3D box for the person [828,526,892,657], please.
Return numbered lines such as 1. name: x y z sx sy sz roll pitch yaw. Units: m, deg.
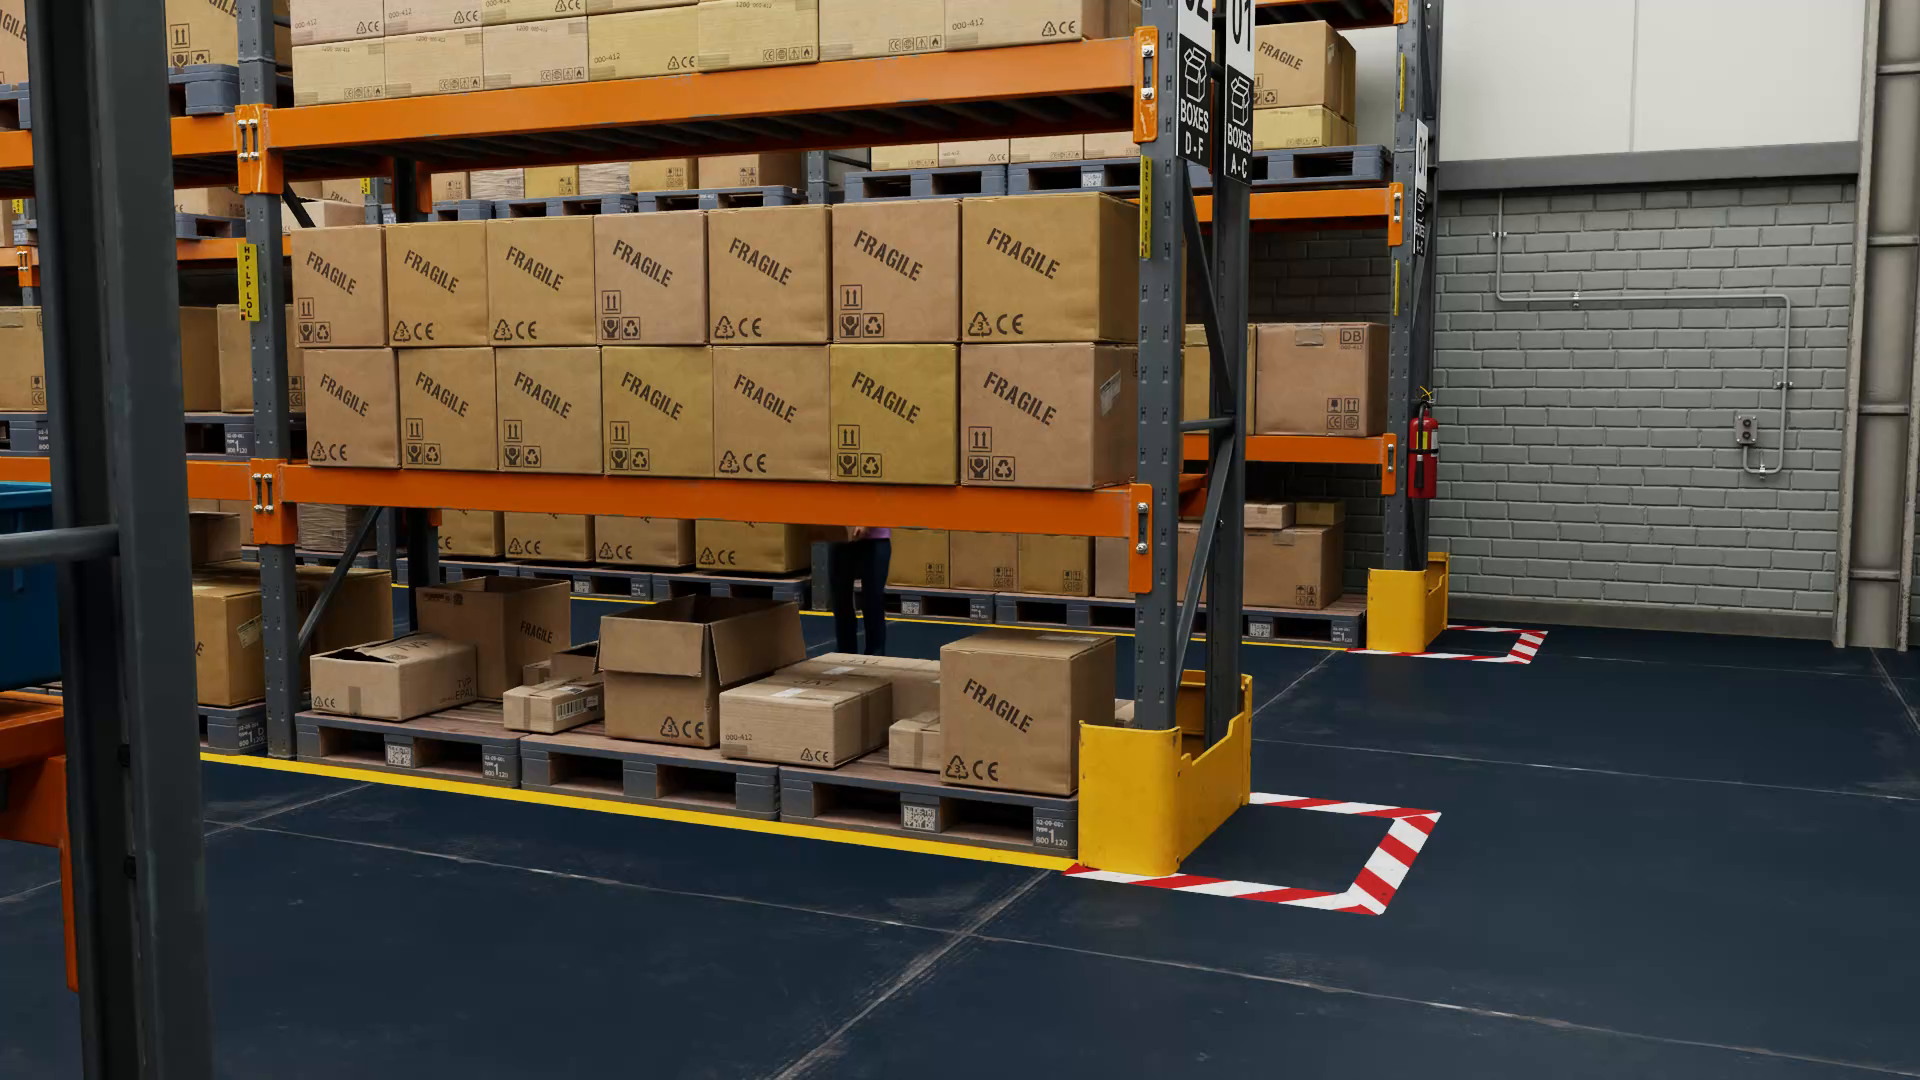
1. person: -0.565 0.015 8.840 0.412 1.593 0.488 3 6 23
